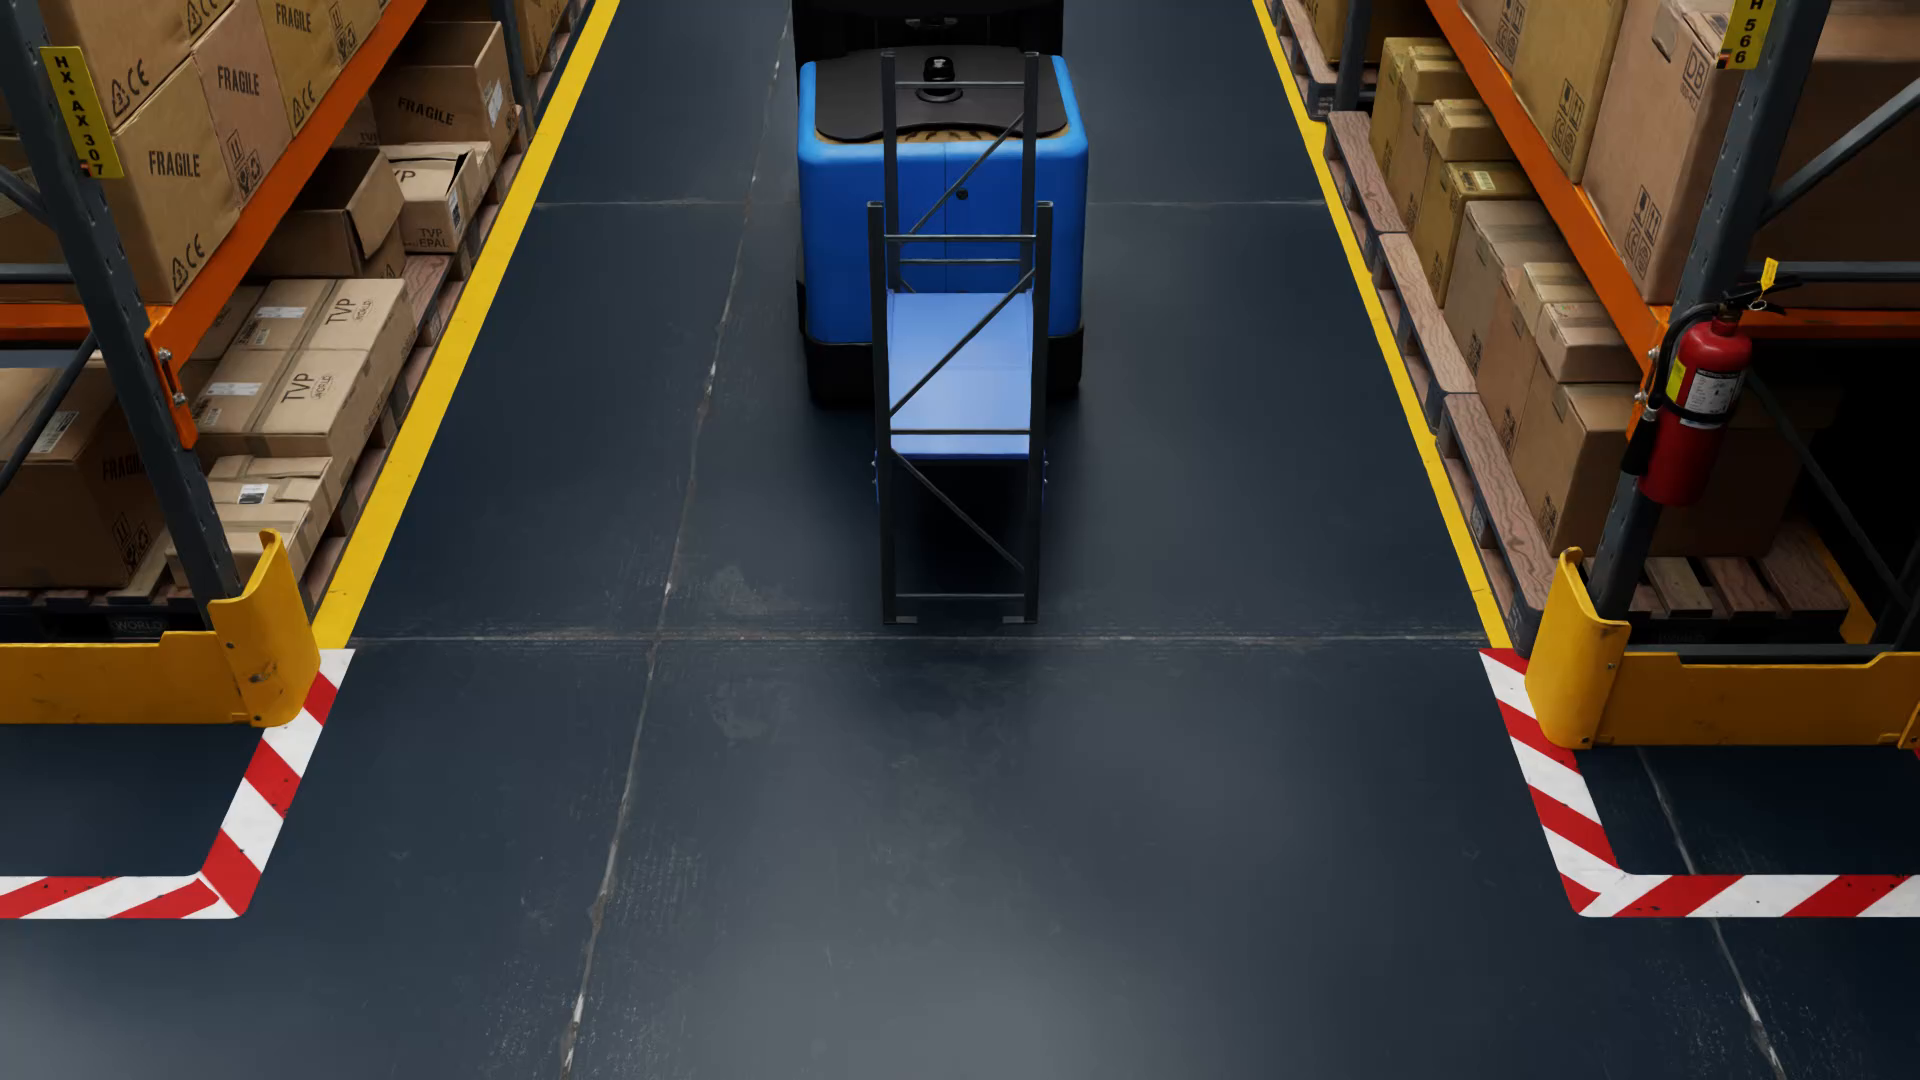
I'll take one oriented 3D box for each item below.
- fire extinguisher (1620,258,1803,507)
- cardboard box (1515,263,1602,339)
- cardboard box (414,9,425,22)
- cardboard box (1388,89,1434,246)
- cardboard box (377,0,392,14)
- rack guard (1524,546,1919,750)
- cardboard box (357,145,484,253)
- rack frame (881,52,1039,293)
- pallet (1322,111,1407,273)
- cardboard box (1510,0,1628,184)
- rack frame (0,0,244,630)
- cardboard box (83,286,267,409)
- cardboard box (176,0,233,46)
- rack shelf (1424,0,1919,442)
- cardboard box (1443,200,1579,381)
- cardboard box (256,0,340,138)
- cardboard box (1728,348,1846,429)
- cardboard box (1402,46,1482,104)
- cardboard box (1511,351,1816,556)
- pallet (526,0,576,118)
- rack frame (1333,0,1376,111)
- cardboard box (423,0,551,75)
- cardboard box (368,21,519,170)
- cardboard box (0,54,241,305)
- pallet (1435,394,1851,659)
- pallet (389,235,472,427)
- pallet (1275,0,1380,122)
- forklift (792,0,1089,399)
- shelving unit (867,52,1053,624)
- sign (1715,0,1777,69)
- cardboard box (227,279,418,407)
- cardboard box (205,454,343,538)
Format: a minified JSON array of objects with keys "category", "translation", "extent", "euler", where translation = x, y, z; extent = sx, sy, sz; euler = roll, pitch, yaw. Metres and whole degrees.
[{"category":"fire extinguisher","translation":[1.885,-0.398,4.208],"extent":[0.296,0.674,0.183],"euler":[0,39,0]},{"category":"cardboard box","translation":[2.062,-0.788,5.478],"extent":[0.380,0.149,0.250],"euler":[1,39,1]},{"category":"cardboard box","translation":[-2.899,-2.668,8.328],"extent":[0.500,0.500,0.500],"euler":[0,39,0]},{"category":"cardboard box","translation":[2.237,-1.576,6.981],"extent":[0.700,0.500,0.500],"euler":[0,39,-1]},{"category":"cardboard box","translation":[-2.350,-2.247,6.075],"extent":[0.500,0.500,0.500],"euler":[1,39,1]},{"category":"rack guard","translation":[2.346,0.322,4.948],"extent":[1.175,0.500,0.348],"euler":[0,39,0]},{"category":"cardboard box","translation":[-2.327,-1.461,6.973],"extent":[0.500,0.311,0.500],"euler":[0,39,0]},{"category":"rack frame","translation":[-0.001,-0.956,5.744],"extent":[0.500,1.500,0.032],"euler":[0,39,0]},{"category":"pallet","translation":[2.264,-1.606,7.585],"extent":[1.003,0.211,1.213],"euler":[0,39,0]},{"category":"cardboard box","translation":[2.324,-1.559,5.057],"extent":[0.980,0.700,0.700],"euler":[0,39,0]},{"category":"rack frame","translation":[-2.607,-0.662,4.178],"extent":[1.000,3.000,0.127],"euler":[0,39,0]},{"category":"cardboard box","translation":[-2.826,-0.695,6.066],"extent":[0.500,0.250,0.500],"euler":[0,39,0]},{"category":"cardboard box","translation":[-2.352,-1.696,4.588],"extent":[0.500,0.500,0.500],"euler":[0,39,0]},{"category":"rack shelf","translation":[2.344,-1.638,5.971],"extent":[1.077,0.370,4.000],"euler":[0,39,0]},{"category":"cardboard box","translation":[2.244,-0.922,6.165],"extent":[0.700,0.500,0.500],"euler":[-1,39,-2]},{"category":"cardboard box","translation":[-2.348,-1.616,5.287],"extent":[0.500,0.500,0.500],"euler":[0,39,0]},{"category":"cardboard box","translation":[2.446,-0.469,5.082],"extent":[0.380,0.149,0.250],"euler":[0,39,0]},{"category":"cardboard box","translation":[2.058,-1.929,6.903],"extent":[0.380,0.149,0.250],"euler":[1,39,1]},{"category":"cardboard box","translation":[2.245,-0.294,5.382],"extent":[0.700,0.500,0.500],"euler":[0,39,0]},{"category":"pallet","translation":[-2.651,-2.584,8.806],"extent":[1.003,0.211,1.213],"euler":[0,39,0]},{"category":"rack frame","translation":[2.342,-3.170,7.307],"extent":[1.000,3.000,0.127],"euler":[0,39,0]},{"category":"cardboard box","translation":[-2.369,-2.663,8.321],"extent":[0.500,0.500,0.500],"euler":[-2,39,-2]},{"category":"cardboard box","translation":[-2.328,-2.004,7.499],"extent":[0.500,0.500,0.500],"euler":[0,39,0]},{"category":"cardboard box","translation":[-2.344,-0.979,4.493],"extent":[0.500,0.500,0.500],"euler":[1,39,1]},{"category":"pallet","translation":[2.267,-0.080,5.681],"extent":[1.003,0.211,1.213],"euler":[0,39,0]},{"category":"pallet","translation":[-2.608,-0.881,6.681],"extent":[1.003,0.211,1.213],"euler":[0,39,0]},{"category":"pallet","translation":[2.265,-2.564,8.781],"extent":[1.003,0.211,1.213],"euler":[0,39,0]},{"category":"forklift","translation":[-0.145,-2.584,6.631],"extent":[1.130,2.935,3.031],"euler":[-2,39,-3]},{"category":"shelving unit","translation":[0.000,-0.639,5.348],"extent":[0.538,1.500,1.048],"euler":[0,39,0]},{"category":"sign","translation":[1.804,-1.221,3.759],"extent":[0.100,0.325,0.005],"euler":[0,39,0]},{"category":"cardboard box","translation":[-2.326,-0.727,6.105],"extent":[0.500,0.250,0.500],"euler":[0,39,0]},{"category":"cardboard box","translation":[-2.265,-0.147,5.448],"extent":[0.380,0.166,0.250],"euler":[0,39,0]}]
